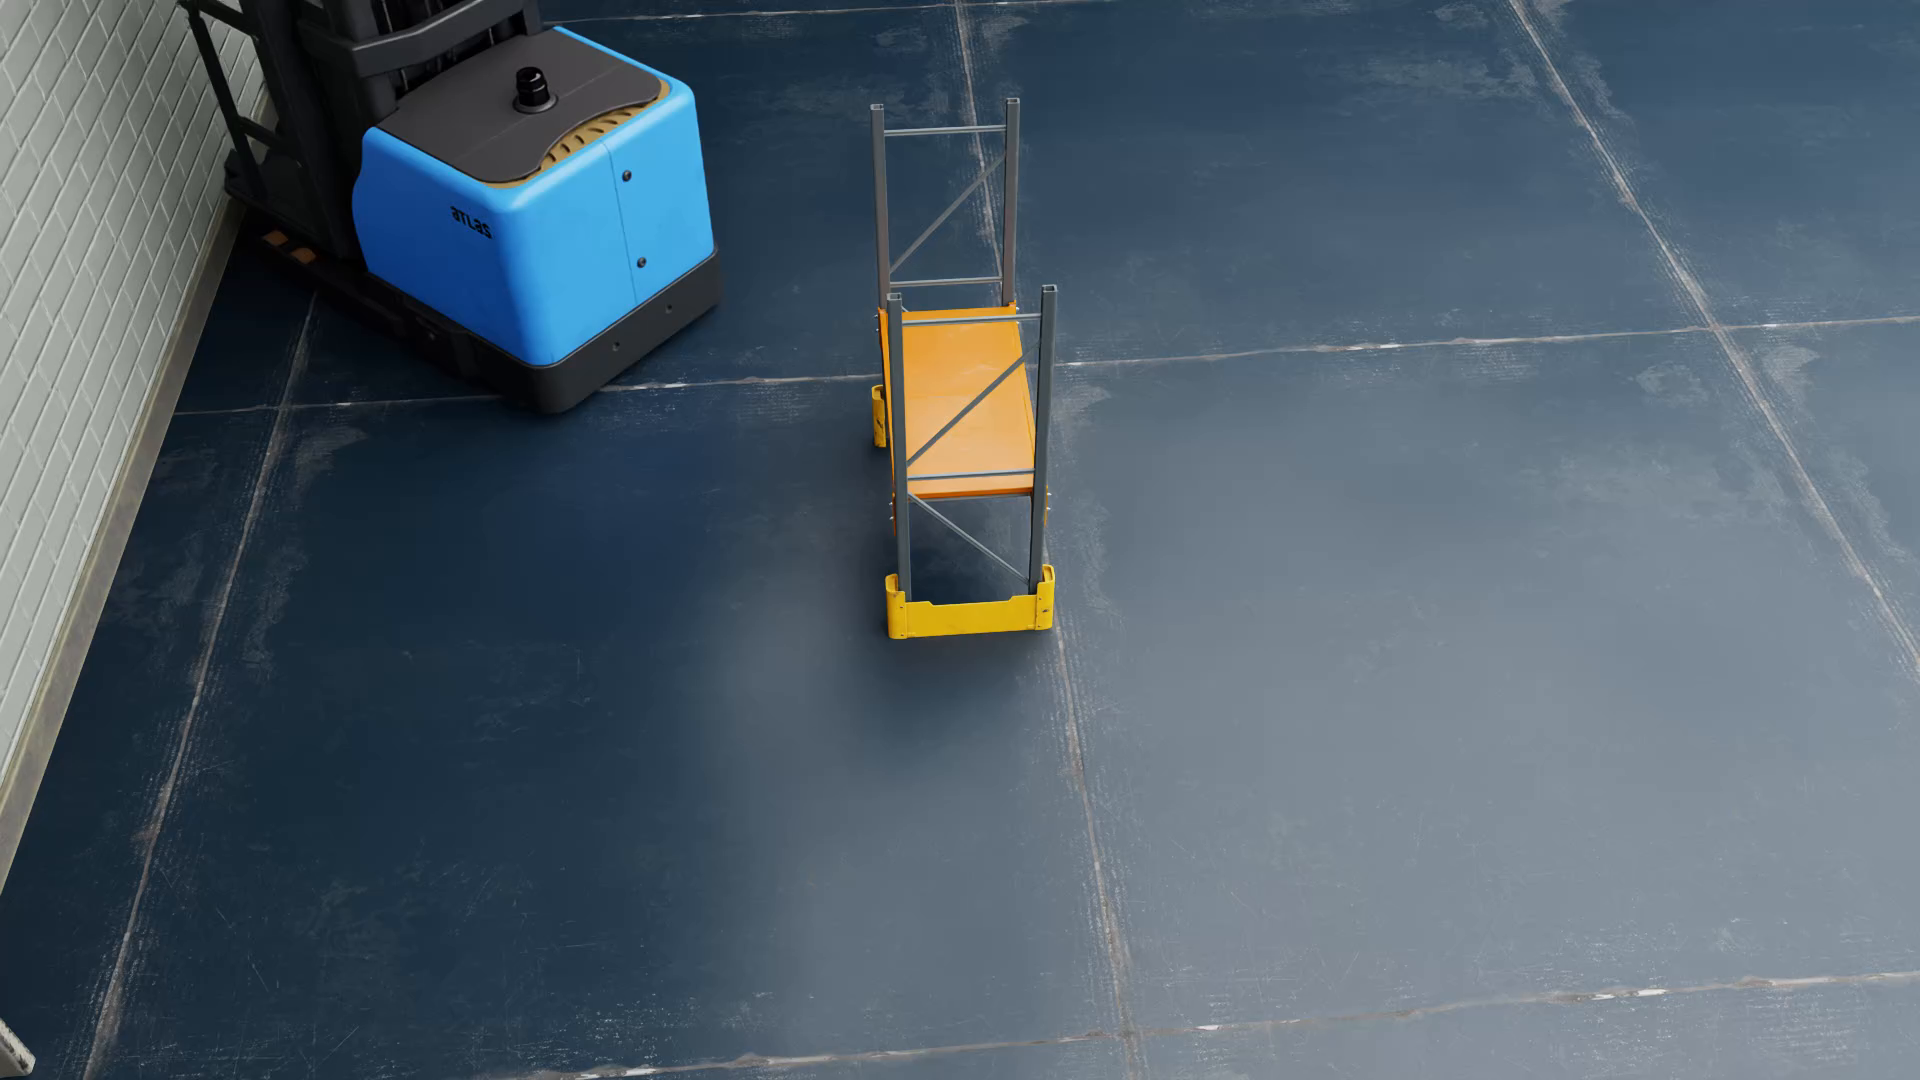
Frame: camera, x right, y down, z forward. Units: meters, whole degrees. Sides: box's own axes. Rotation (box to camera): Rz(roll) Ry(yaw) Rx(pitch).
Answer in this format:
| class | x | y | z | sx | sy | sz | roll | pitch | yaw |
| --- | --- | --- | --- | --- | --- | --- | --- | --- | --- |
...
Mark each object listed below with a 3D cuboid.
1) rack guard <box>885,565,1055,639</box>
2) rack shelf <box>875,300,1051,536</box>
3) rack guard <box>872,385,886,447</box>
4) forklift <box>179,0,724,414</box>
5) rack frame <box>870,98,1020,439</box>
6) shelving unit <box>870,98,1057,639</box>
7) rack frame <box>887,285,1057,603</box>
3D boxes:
| class | x | y | z | sx | sy | sz | roll | pitch | yaw |
| --- | --- | --- | --- | --- | --- | --- | --- | --- | --- |
| rack guard | 0.035 | 0.219 | 5.870 | 0.587 | 0.250 | 0.087 | -3 | 47 | -3 |
| rack shelf | -0.007 | -0.454 | 5.895 | 0.538 | 0.185 | 1.000 | -3 | 47 | -3 |
| rack guard | -0.048 | -0.501 | 6.553 | 0.587 | 0.250 | 0.087 | -3 | 47 | -3 |
| forklift | -2.494 | -2.402 | 6.506 | 3.031 | 2.935 | 1.130 | 29 | 53 | 25 |
| rack frame | -0.050 | -0.945 | 6.112 | 0.500 | 1.500 | 0.032 | -3 | 47 | -3 |
| shelving unit | -0.006 | -0.571 | 5.758 | 0.587 | 1.500 | 1.083 | -3 | 47 | -3 |
| rack frame | 0.035 | -0.210 | 5.416 | 0.500 | 1.500 | 0.032 | -3 | 47 | -3 |
